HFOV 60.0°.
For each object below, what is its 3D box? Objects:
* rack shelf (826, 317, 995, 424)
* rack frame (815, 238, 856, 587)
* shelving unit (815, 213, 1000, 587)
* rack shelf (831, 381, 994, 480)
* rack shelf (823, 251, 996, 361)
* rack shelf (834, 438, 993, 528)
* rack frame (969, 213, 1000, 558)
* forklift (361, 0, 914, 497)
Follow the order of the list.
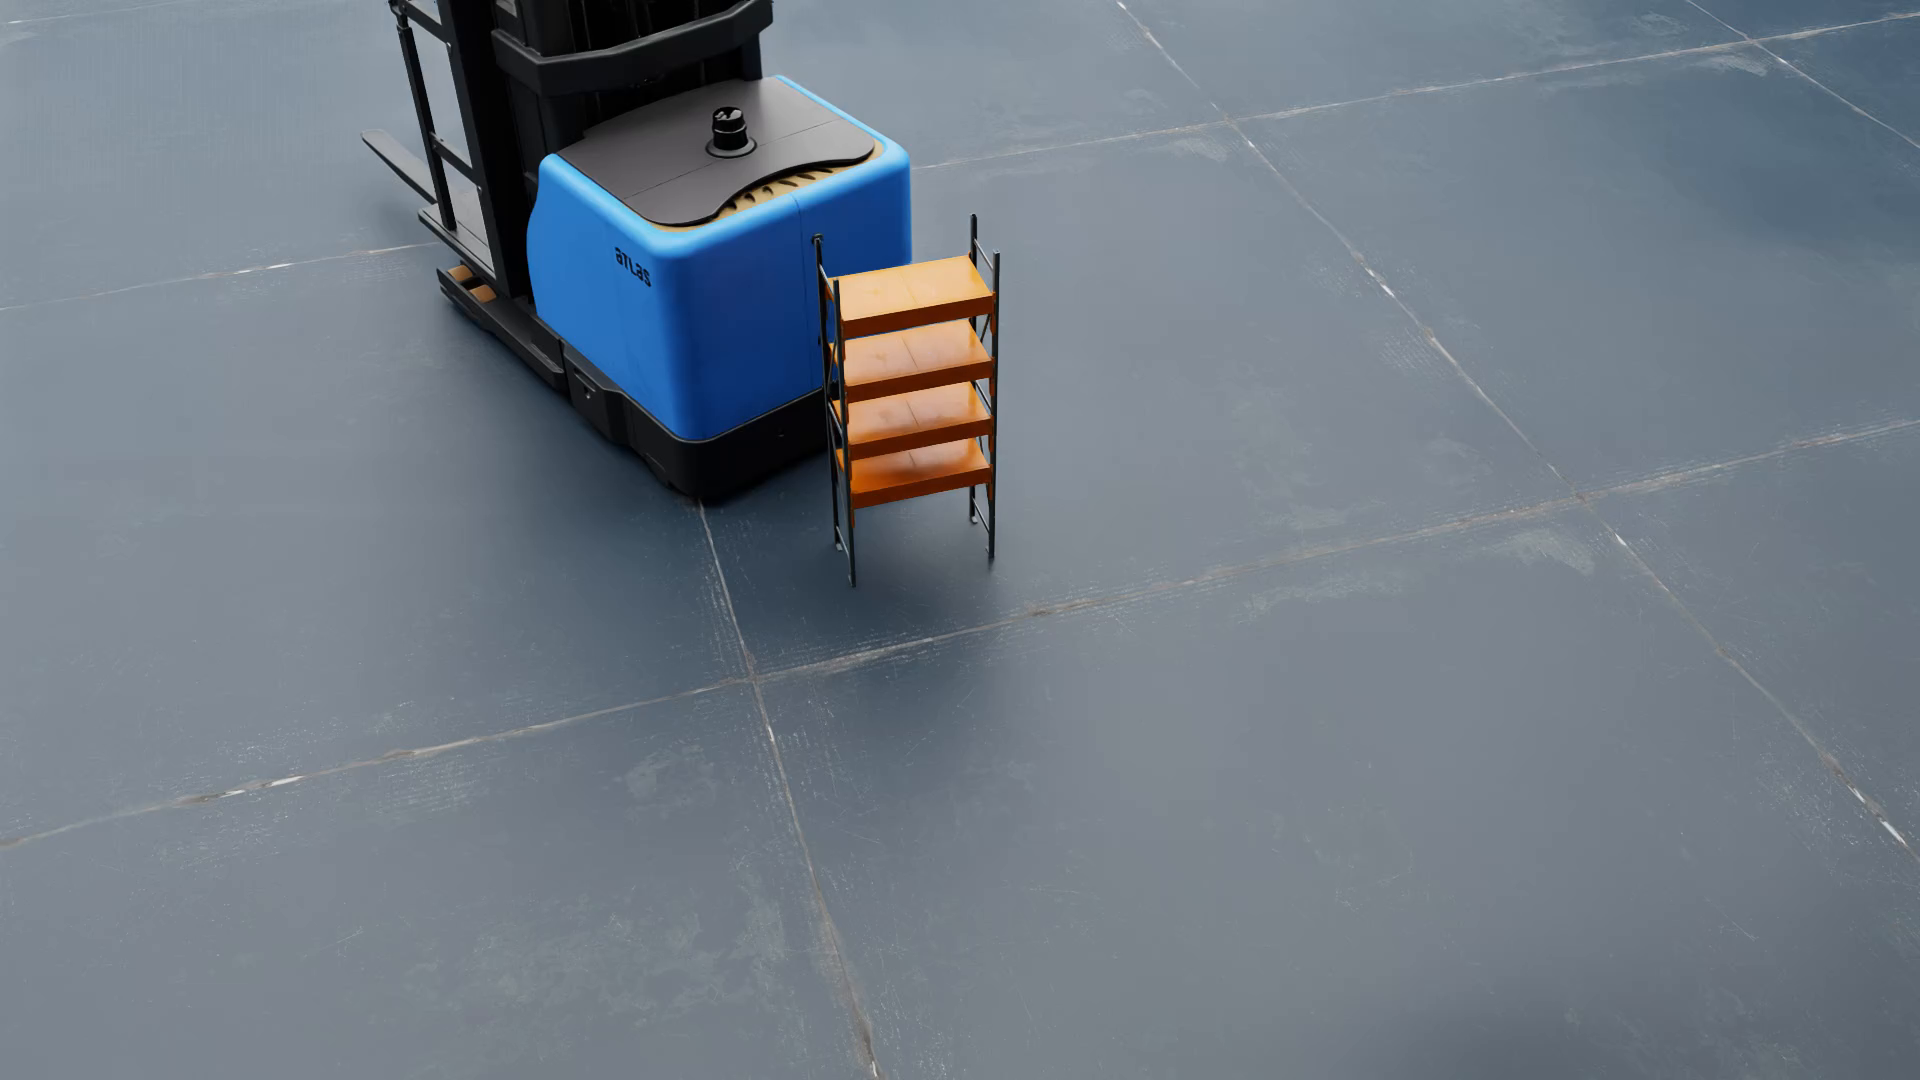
[{"bbox_3d":[-0.158,-0.537,5.215,0.480,0.148,0.258,-12,42,-13],"label":"rack shelf"},{"bbox_3d":[-0.391,-0.371,5.263,0.015,1.200,0.240,-12,42,-13],"label":"rack frame"},{"bbox_3d":[-0.158,-0.419,5.318,0.503,1.200,0.258,-12,42,-13],"label":"shelving unit"},{"bbox_3d":[-0.158,-0.368,5.362,0.480,0.148,0.258,-12,42,-13],"label":"rack shelf"},{"bbox_3d":[-0.158,-0.715,5.059,0.480,0.148,0.258,-12,42,-13],"label":"rack shelf"},{"bbox_3d":[-0.158,-0.219,5.493,0.480,0.148,0.258,-12,42,-13],"label":"rack shelf"},{"bbox_3d":[0.075,-0.467,5.373,0.015,1.200,0.240,-12,42,-13],"label":"rack frame"},{"bbox_3d":[-1.484,-2.156,5.990,1.130,2.935,3.031,-29,49,-29],"label":"forklift"}]
